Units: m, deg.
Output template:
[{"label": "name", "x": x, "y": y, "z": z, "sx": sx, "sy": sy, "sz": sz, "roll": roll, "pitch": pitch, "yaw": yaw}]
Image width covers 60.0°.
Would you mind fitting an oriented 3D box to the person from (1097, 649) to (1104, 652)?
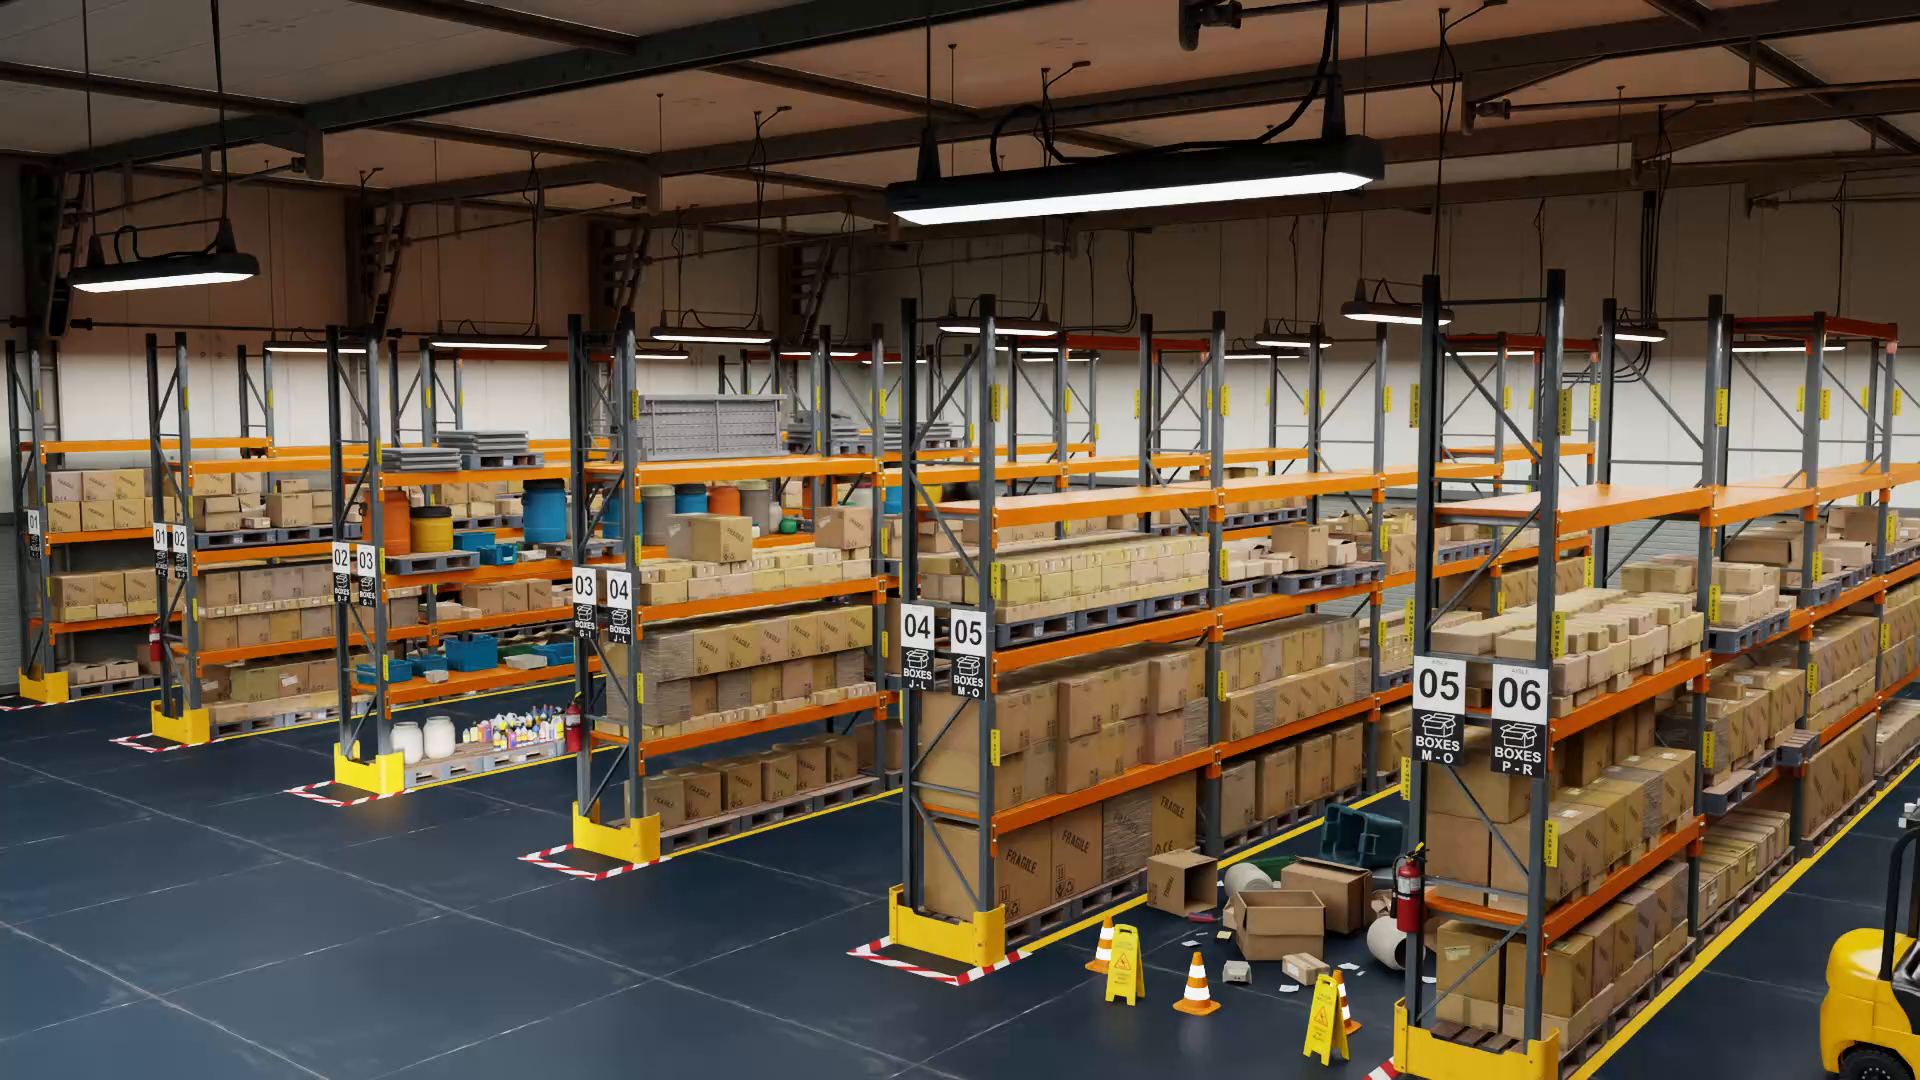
[{"label": "person", "x": 1.757, "y": 2.280, "z": 21.141, "sx": 0.531, "sy": 1.681, "sz": 0.671, "roll": 2, "pitch": 6, "yaw": 21}]
